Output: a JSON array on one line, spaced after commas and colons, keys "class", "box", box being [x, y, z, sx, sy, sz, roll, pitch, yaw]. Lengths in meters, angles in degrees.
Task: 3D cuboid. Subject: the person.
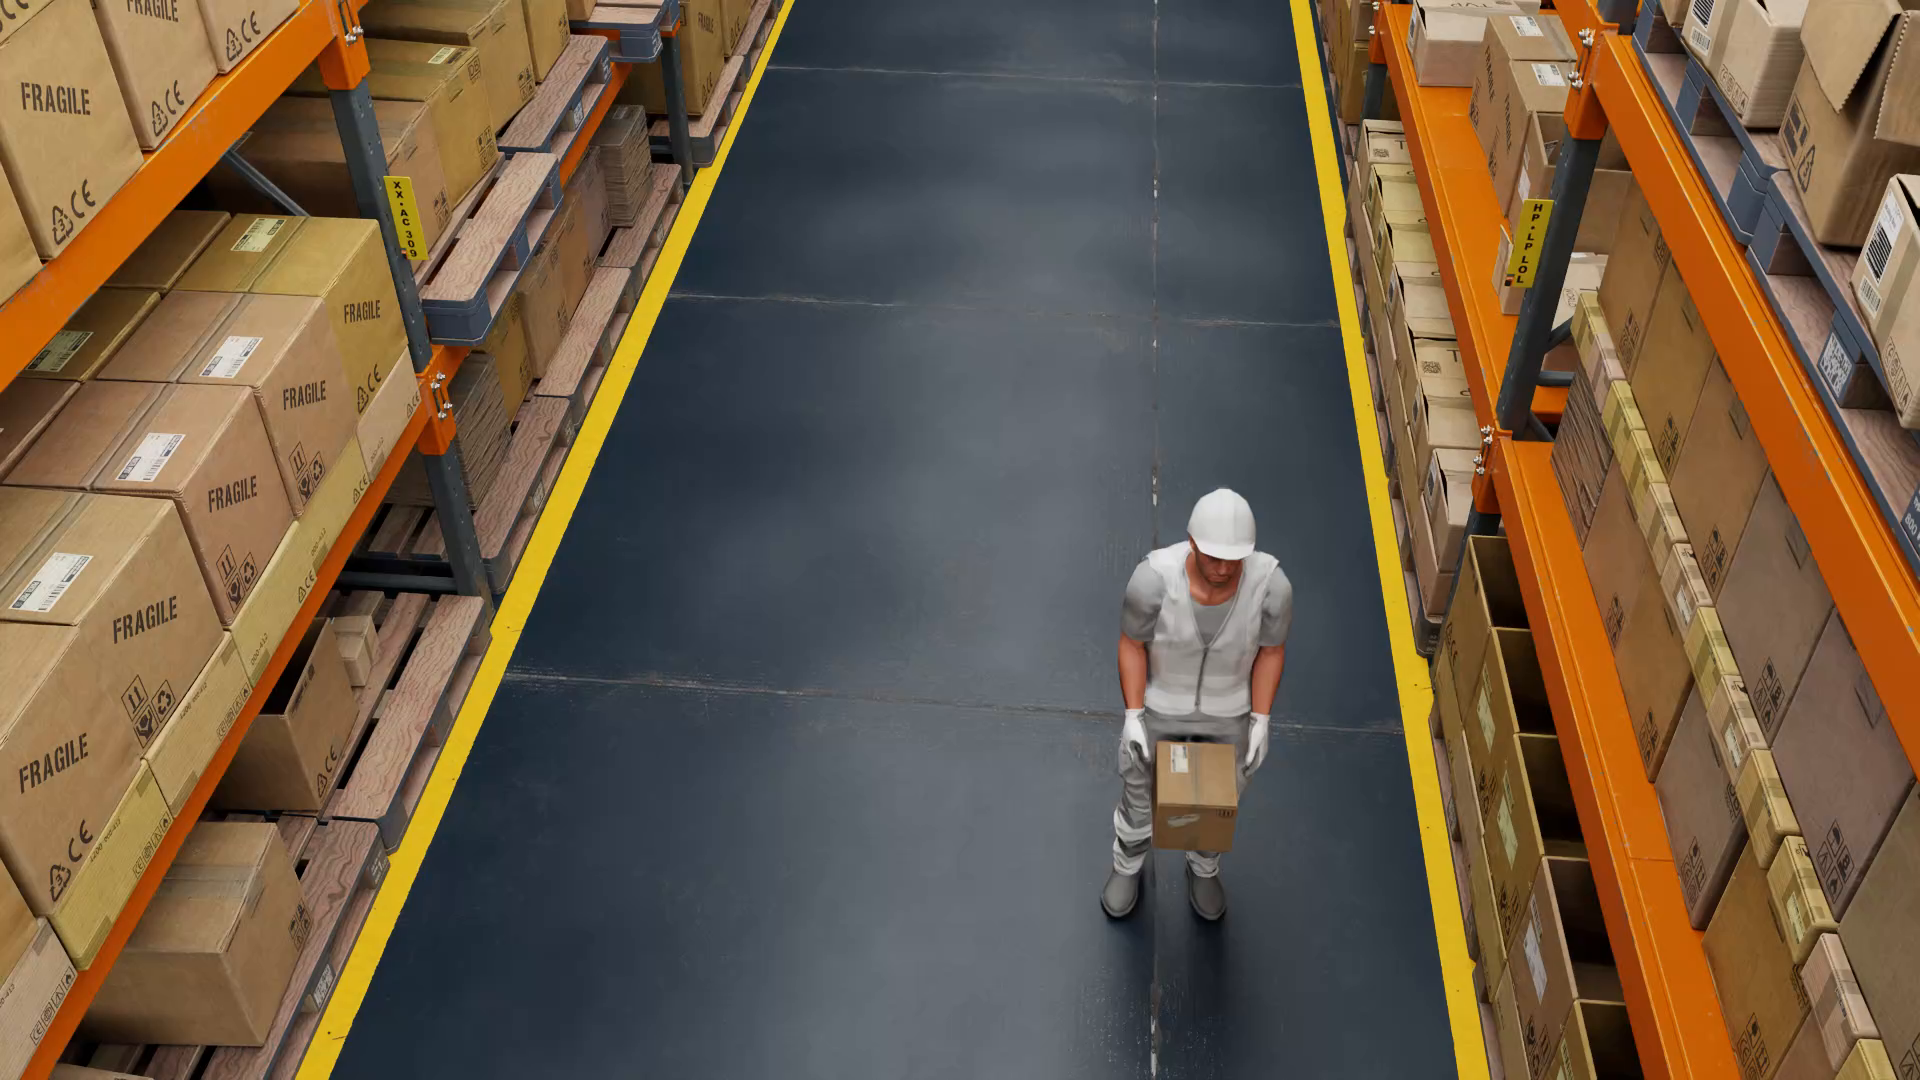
[{"class": "person", "box": [0.774, 0.562, 5.459, 0.539, 1.790, 0.437, 2, 40, 3]}]
